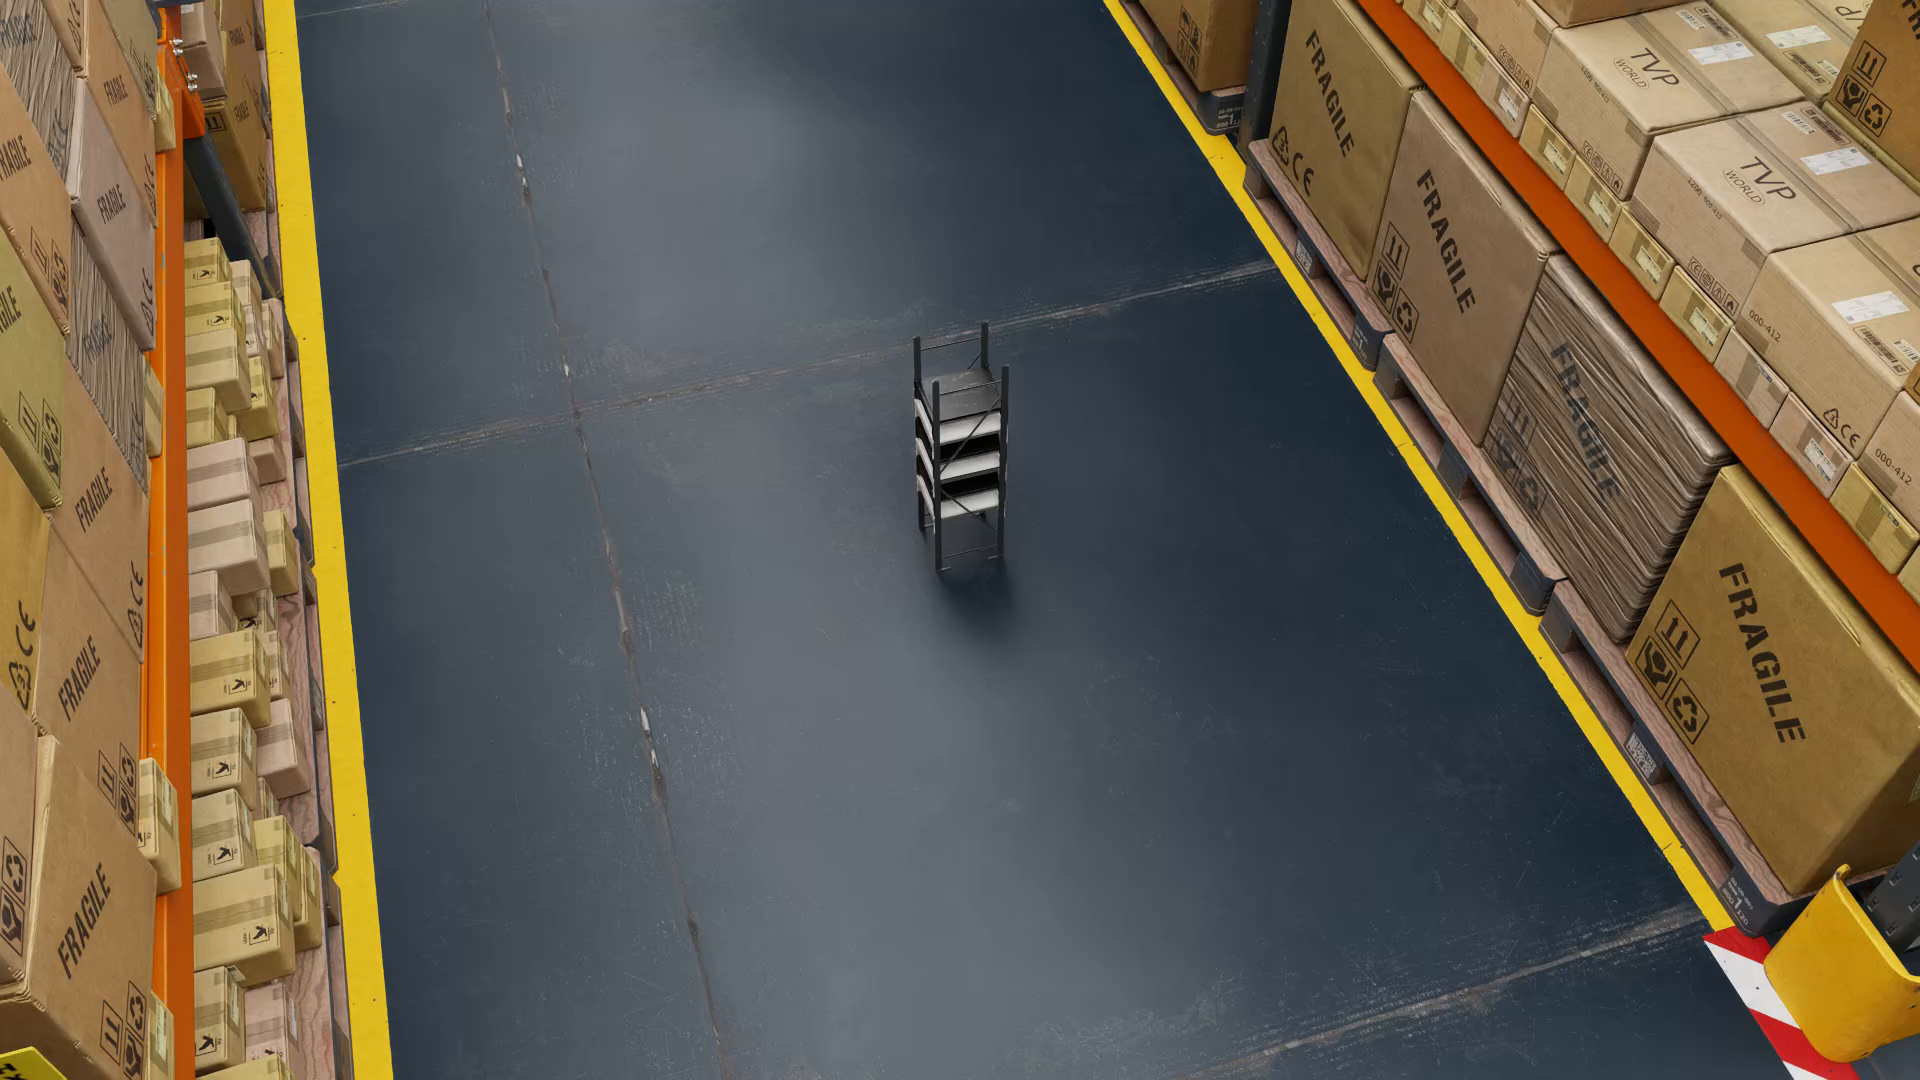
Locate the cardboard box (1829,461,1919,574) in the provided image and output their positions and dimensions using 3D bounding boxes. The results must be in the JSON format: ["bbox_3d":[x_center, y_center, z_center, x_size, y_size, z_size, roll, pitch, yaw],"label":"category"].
[{"bbox_3d":[2.369,-0.093,4.031,0.380,0.149,0.250,-13,51,-11],"label":"cardboard box"}]

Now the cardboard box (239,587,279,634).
[{"bbox_3d":[-2.323,0.282,5.141,0.380,0.149,0.250,-12,51,-10],"label":"cardboard box"}]

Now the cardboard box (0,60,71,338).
[{"bbox_3d":[-2.222,-0.713,3.475,0.500,0.500,0.500,-15,51,-12],"label":"cardboard box"}]

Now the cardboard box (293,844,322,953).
[{"bbox_3d":[-1.956,1.013,4.524,0.380,0.149,0.250,-13,51,-11],"label":"cardboard box"}]

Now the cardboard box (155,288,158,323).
[{"bbox_3d":[-2.412,-0.679,4.524,0.380,0.149,0.250,-15,52,-13],"label":"cardboard box"}]

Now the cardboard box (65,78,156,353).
[{"bbox_3d":[-2.372,-0.769,4.176,0.500,0.500,0.500,-14,51,-11],"label":"cardboard box"}]

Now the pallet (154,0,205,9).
[{"bbox_3d":[-3.171,-2.202,5.770,1.003,0.211,1.213,-13,51,-11],"label":"pallet"}]

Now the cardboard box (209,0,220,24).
[{"bbox_3d":[-3.210,-2.232,6.540,0.500,0.250,0.500,-12,51,-10],"label":"cardboard box"}]

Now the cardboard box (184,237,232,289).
[{"bbox_3d":[-2.730,-0.880,5.731,0.380,0.149,0.250,-12,51,-10],"label":"cardboard box"}]

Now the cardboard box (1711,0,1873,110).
[{"bbox_3d":[2.519,-1.384,4.858,0.500,0.250,0.500,-14,51,-12],"label":"cardboard box"}]

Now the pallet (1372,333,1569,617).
[{"bbox_3d":[2.199,-0.356,5.912,1.003,0.211,1.213,-13,51,-11],"label":"pallet"}]

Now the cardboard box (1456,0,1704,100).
[{"bbox_3d":[1.874,-1.624,5.061,0.500,0.250,0.500,-12,51,-10],"label":"cardboard box"}]

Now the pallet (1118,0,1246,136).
[{"bbox_3d":[1.384,-2.368,7.608,1.003,0.211,1.213,-13,51,-11],"label":"pallet"}]

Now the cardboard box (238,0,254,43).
[{"bbox_3d":[-3.375,-2.368,7.145,0.500,0.500,0.500,-13,51,-10],"label":"cardboard box"}]

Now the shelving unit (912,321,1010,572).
[{"bbox_3d":[0.002,-0.284,5.401,0.258,0.900,0.210,-13,51,-11],"label":"shelving unit"}]

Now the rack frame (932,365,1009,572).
[{"bbox_3d":[0.032,-0.210,5.338,0.240,0.900,0.006,-13,51,-11],"label":"rack frame"}]

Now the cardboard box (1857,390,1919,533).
[{"bbox_3d":[2.470,-0.141,3.810,0.500,0.250,0.500,-14,51,-12],"label":"cardboard box"}]

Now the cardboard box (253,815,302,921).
[{"bbox_3d":[-1.967,0.912,4.415,0.380,0.149,0.250,-12,51,-10],"label":"cardboard box"}]

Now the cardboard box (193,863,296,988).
[{"bbox_3d":[-1.880,0.994,4.151,0.380,0.149,0.250,-13,51,-11],"label":"cardboard box"}]

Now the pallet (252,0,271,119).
[{"bbox_3d":[-3.680,-2.235,7.496,1.003,0.211,1.213,-13,51,-11],"label":"pallet"}]

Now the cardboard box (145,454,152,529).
[{"bbox_3d":[-2.193,-0.109,4.044,0.380,0.149,0.250,-12,51,-10],"label":"cardboard box"}]

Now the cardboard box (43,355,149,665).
[{"bbox_3d":[-2.085,-0.016,3.541,0.500,0.500,0.500,-13,51,-10],"label":"cardboard box"}]

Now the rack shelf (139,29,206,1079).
[{"bbox_3d":[-2.492,0.020,4.242,1.077,0.370,4.000,-13,51,-11],"label":"rack shelf"}]

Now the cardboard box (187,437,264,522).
[{"bbox_3d":[-2.365,-0.138,5.105,0.380,0.149,0.250,-16,52,-13],"label":"cardboard box"}]

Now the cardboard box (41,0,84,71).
[{"bbox_3d":[-2.528,-1.465,4.109,0.500,0.500,0.500,-15,51,-12],"label":"cardboard box"}]

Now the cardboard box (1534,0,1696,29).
[{"bbox_3d":[1.878,-1.862,4.771,0.500,0.500,0.500,-15,51,-12],"label":"cardboard box"}]

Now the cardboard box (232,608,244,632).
[{"bbox_3d":[-2.326,0.351,4.887,0.380,0.149,0.250,-11,51,-9],"label":"cardboard box"}]

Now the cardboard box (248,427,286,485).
[{"bbox_3d":[-2.505,-0.293,5.625,0.380,0.149,0.250,-15,51,-12],"label":"cardboard box"}]

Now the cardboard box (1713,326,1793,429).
[{"bbox_3d":[2.223,-0.460,4.340,0.380,0.149,0.250,-13,51,-10],"label":"cardboard box"}]

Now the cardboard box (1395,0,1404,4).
[{"bbox_3d":[1.610,-1.964,5.608,0.380,0.149,0.250,-12,51,-10],"label":"cardboard box"}]

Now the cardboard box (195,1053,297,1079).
[{"bbox_3d":[-1.731,1.381,3.825,0.380,0.149,0.250,-15,52,-13],"label":"cardboard box"}]

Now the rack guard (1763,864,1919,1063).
[{"bbox_3d":[2.874,1.024,4.560,1.175,0.500,0.348,-13,51,-11],"label":"rack guard"}]

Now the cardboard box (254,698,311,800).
[{"bbox_3d":[-2.113,0.647,4.833,0.380,0.149,0.250,-16,52,-13],"label":"cardboard box"}]

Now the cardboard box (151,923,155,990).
[{"bbox_3d":[-1.798,0.842,3.242,0.380,0.149,0.250,-12,51,-10],"label":"cardboard box"}]

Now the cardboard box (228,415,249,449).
[{"bbox_3d":[-2.518,-0.235,5.382,0.380,0.149,0.250,-13,51,-11],"label":"cardboard box"}]

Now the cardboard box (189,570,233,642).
[{"bbox_3d":[-2.305,0.262,4.768,0.380,0.149,0.250,-13,51,-11],"label":"cardboard box"}]

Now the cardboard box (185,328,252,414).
[{"bbox_3d":[-2.536,-0.522,5.429,0.380,0.149,0.250,-14,51,-11],"label":"cardboard box"}]

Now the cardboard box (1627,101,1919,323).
[{"bbox_3d":[2.170,-0.883,4.436,0.500,0.250,0.500,-15,51,-12],"label":"cardboard box"}]

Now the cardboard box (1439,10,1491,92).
[{"bbox_3d":[1.766,-1.586,5.289,0.380,0.149,0.250,-14,51,-11],"label":"cardboard box"}]

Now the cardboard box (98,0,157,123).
[{"bbox_3d":[-2.671,-1.512,4.802,0.500,0.500,0.500,-13,51,-11],"label":"cardboard box"}]

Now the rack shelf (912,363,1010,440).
[{"bbox_3d":[0.002,-0.437,5.220,0.258,0.077,0.200,-13,51,-11],"label":"rack shelf"}]

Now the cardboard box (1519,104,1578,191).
[{"bbox_3d":[1.917,-1.210,4.973,0.380,0.149,0.250,-15,51,-12],"label":"cardboard box"}]

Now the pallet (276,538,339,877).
[{"bbox_3d":[-2.487,0.601,5.105,1.003,0.211,1.213,-13,51,-11],"label":"pallet"}]

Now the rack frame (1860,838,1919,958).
[{"bbox_3d":[2.867,0.201,3.619,1.000,3.000,0.127,-13,51,-11],"label":"rack frame"}]

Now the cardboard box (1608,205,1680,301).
[{"bbox_3d":[2.067,-0.839,4.659,0.380,0.149,0.250,-13,51,-11],"label":"cardboard box"}]

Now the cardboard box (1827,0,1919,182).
[{"bbox_3d":[2.676,-1.242,4.248,0.500,0.500,0.500,-15,51,-12],"label":"cardboard box"}]

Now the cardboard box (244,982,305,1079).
[{"bbox_3d":[-1.837,1.283,4.102,0.380,0.149,0.250,-14,51,-11],"label":"cardboard box"}]

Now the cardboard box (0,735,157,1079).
[{"bbox_3d":[-1.770,0.730,2.913,0.500,0.500,0.500,-11,51,-9],"label":"cardboard box"}]

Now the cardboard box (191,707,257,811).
[{"bbox_3d":[-2.105,0.627,4.461,0.380,0.149,0.250,-12,51,-10],"label":"cardboard box"}]

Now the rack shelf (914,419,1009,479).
[{"bbox_3d":[0.002,-0.321,5.358,0.258,0.077,0.200,-13,51,-11],"label":"rack shelf"}]

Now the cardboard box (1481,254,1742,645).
[{"bbox_3d":[2.333,-0.364,5.210,0.875,0.875,0.875,-13,51,-11],"label":"cardboard box"}]

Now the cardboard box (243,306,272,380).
[{"bbox_3d":[-2.595,-0.632,5.717,0.380,0.149,0.250,-16,52,-13],"label":"cardboard box"}]

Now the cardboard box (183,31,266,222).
[{"bbox_3d":[-3.049,-1.602,6.499,0.500,0.500,0.500,-12,51,-10],"label":"cardboard box"}]

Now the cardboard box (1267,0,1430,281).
[{"bbox_3d":[1.803,-1.671,6.312,0.875,0.875,0.875,-13,51,-11],"label":"cardboard box"}]

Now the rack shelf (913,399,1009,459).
[{"bbox_3d":[0.002,-0.379,5.289,0.258,0.077,0.200,-13,51,-11],"label":"rack shelf"}]

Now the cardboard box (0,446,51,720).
[{"bbox_3d":[-1.935,0.043,2.838,0.500,0.500,0.500,-12,51,-10],"label":"cardboard box"}]
